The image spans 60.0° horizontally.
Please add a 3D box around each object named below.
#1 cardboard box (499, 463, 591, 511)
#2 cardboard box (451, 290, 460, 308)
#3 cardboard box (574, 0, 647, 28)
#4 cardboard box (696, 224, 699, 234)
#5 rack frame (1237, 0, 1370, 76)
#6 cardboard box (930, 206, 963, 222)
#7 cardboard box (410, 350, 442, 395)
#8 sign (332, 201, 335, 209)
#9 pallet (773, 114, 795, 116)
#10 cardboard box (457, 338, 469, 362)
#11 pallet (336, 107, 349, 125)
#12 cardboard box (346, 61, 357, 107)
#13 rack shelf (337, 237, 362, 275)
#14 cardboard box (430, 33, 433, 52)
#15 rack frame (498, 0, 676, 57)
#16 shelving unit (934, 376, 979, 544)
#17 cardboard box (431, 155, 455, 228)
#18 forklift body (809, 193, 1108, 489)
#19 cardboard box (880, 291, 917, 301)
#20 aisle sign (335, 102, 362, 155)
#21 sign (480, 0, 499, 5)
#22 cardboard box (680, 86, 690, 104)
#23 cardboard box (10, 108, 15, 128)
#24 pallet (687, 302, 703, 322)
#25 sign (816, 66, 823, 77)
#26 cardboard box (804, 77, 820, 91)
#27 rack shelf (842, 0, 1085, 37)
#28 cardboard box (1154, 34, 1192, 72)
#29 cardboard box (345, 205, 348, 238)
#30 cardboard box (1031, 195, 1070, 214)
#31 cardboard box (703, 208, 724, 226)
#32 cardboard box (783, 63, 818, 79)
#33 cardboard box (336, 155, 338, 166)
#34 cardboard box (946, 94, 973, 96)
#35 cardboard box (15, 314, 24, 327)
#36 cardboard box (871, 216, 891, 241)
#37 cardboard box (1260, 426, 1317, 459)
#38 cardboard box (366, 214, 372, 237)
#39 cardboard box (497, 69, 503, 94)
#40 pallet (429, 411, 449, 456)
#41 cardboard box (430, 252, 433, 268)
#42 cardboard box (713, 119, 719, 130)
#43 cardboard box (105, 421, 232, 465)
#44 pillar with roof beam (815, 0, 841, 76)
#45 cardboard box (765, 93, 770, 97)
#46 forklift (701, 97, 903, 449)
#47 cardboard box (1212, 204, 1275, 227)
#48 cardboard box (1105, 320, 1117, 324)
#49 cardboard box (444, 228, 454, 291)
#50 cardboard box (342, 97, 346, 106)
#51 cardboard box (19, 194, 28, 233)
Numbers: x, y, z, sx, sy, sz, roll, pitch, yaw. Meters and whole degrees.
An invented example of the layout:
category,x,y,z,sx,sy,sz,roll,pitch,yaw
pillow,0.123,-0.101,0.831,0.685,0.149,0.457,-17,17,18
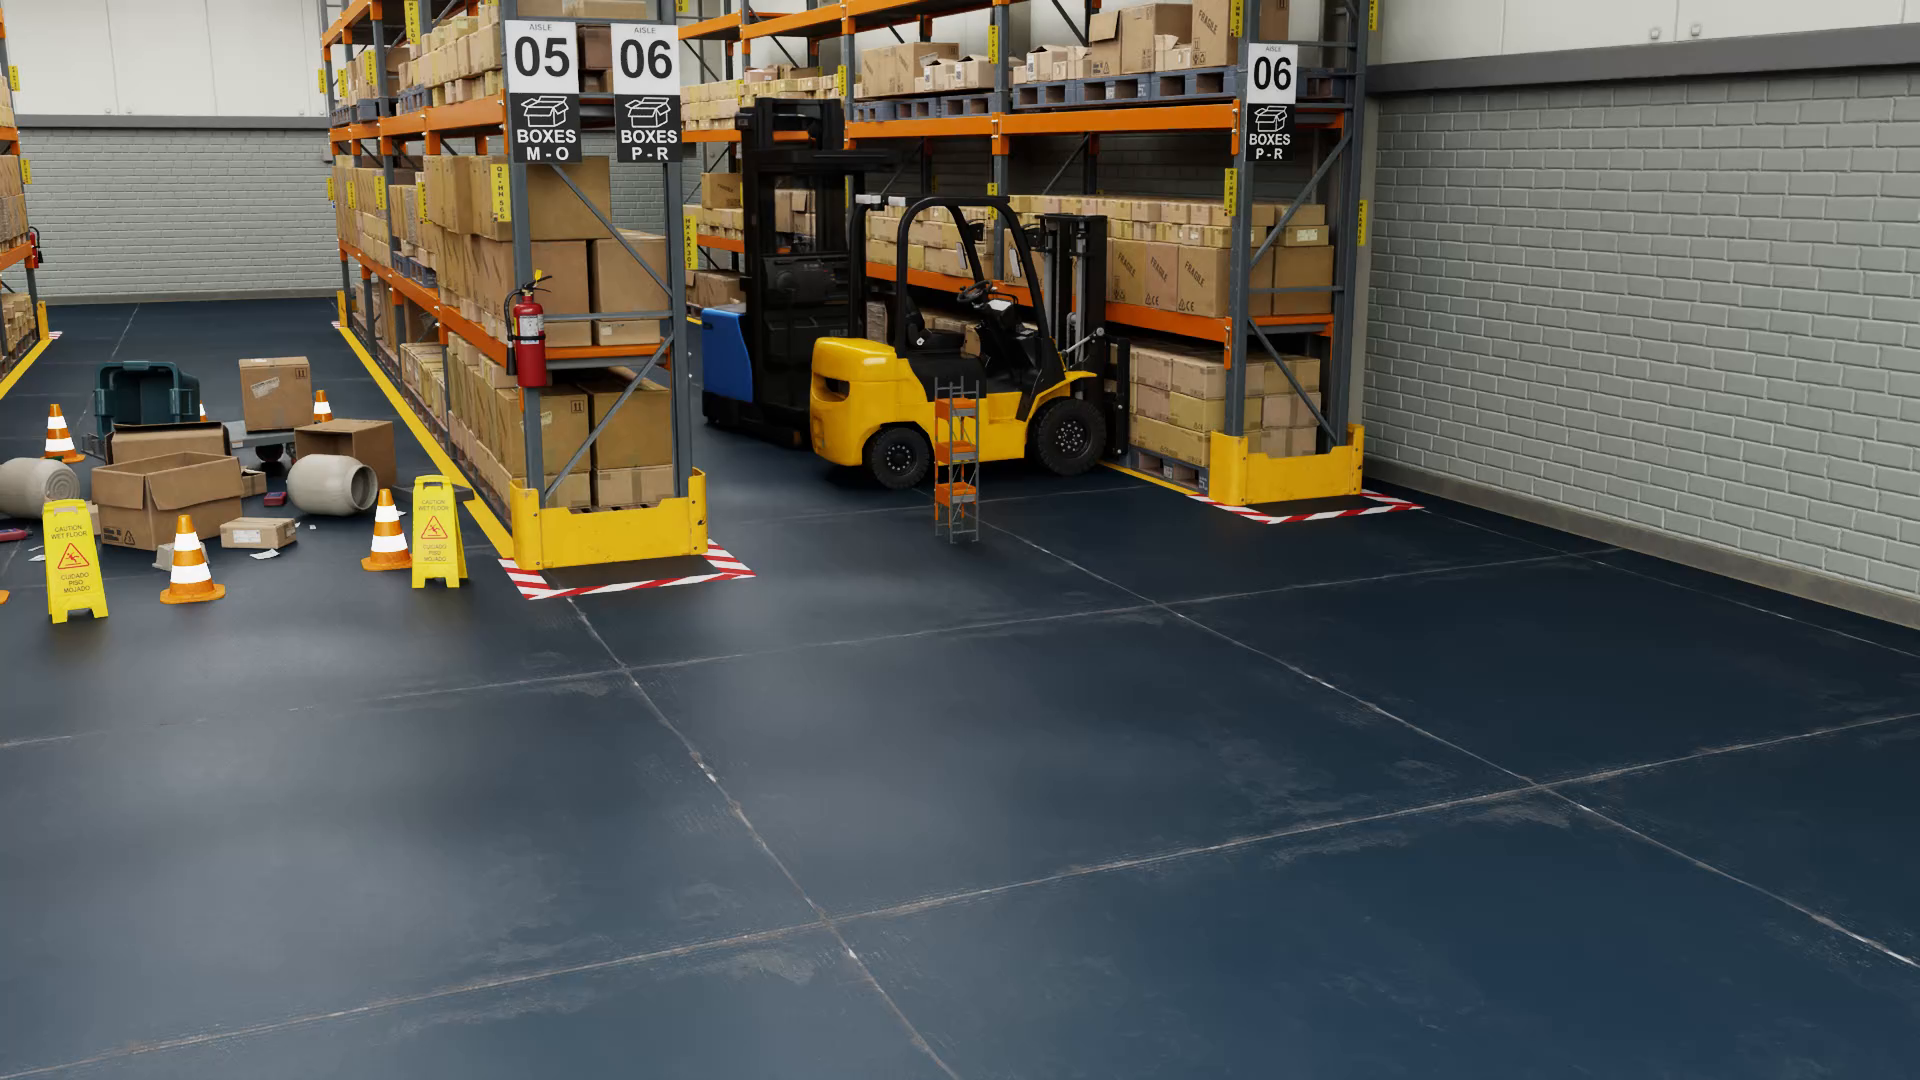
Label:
category,x,y,z,sx,sy,sz,roll,pitch,yaw
cardboard box,-2.731,-0.358,10.929,0.500,0.250,0.500,-6,14,-23
cardboard box,-3.773,-1.907,13.016,0.380,0.149,0.250,-5,14,-21
cardboard box,-2.107,-3.164,10.026,0.380,0.149,0.250,-6,14,-23
cardboard box,-3.807,-4.727,25.200,0.380,0.149,0.250,-5,14,-21
rack frame,2.395,-4.717,11.293,1.000,3.000,0.127,-6,14,-23
cardboard box,-0.086,-3.297,16.803,0.380,0.149,0.250,-5,14,-22
cardboard box,-4.836,-1.653,16.255,0.950,0.372,0.625,-6,14,-24
sign,-10.909,-5.953,29.341,0.327,0.218,0.001,-6,14,-23
pallet,-1.796,-5.288,20.830,1.213,0.211,1.003,-6,14,-23
cardboard box,-3.562,-1.434,12.479,0.380,0.149,0.250,-5,14,-21
pallet,-7.761,-5.664,22.234,1.003,0.211,1.213,-6,14,-23
cardboard box,-6.871,-5.331,19.444,0.500,0.500,0.500,-6,14,-24
rack shelf,-7.759,-3.887,22.607,1.077,0.370,4.000,-6,14,-23
cardboard box,-3.796,-3.753,12.570,0.380,0.149,0.250,-5,14,-21
rack frame,-2.151,-4.268,9.352,1.000,3.000,0.127,-6,14,-23
shelving unit,-0.021,-0.523,10.799,0.215,1.050,0.252,-6,14,-23
cardboard box,-3.415,-2.528,12.041,0.700,0.500,0.500,-6,14,-24
forklift body,-0.036,-1.608,13.046,2.313,2.155,1.214,-6,14,-23
cardboard box,-0.733,-2.886,19.859,0.380,0.149,0.250,-5,14,-20
aisle sign,-8.855,-5.906,23.969,0.394,0.787,0.004,-6,14,-23
sign,-2.668,-3.192,9.392,0.100,0.325,0.005,-6,14,-23
cardboard box,-3.880,-6.655,24.885,0.500,0.250,0.500,-6,14,-23
cardboard box,-12.631,-5.501,21.665,0.500,0.250,0.500,-6,14,-24
pallet,-3.663,-3.561,25.787,1.003,0.211,1.213,-6,14,-23
sign,-1.905,-6.229,22.460,0.100,0.325,0.005,-6,14,-23
cardboard box,-1.635,-5.435,19.836,0.380,0.149,0.250,-6,14,-24
rack shelf,-0.008,-5.411,16.775,1.077,0.370,4.000,-6,14,-23
cardboard box,1.683,-3.639,12.435,0.396,0.266,0.258,-6,14,-23
cardboard box,-8.000,-4.264,22.417,0.500,0.500,0.500,-5,14,-21
cardboard box,0.853,-2.993,14.830,0.380,0.149,0.250,-5,14,-22
cardboard box,-3.446,-4.741,24.376,0.500,0.250,0.500,-6,14,-24
cardboard box,-2.090,-6.104,21.763,0.396,0.266,0.258,-6,14,-23
cardboard box,-8.503,-5.292,23.206,0.380,0.149,0.250,-5,14,-21
cardboard box,0.047,-4.728,17.357,0.380,0.166,0.250,-6,14,-23
cardboard box,-11.932,-2.738,20.779,0.380,0.149,0.250,-5,14,-22
cardboard box,-0.656,-3.400,18.132,0.500,0.250,0.500,-5,14,-21
cardboard box,2.378,-0.778,12.747,0.500,0.250,0.500,-6,14,-23
cardboard box,-6.424,-3.562,18.832,0.500,0.250,0.500,-6,14,-25
cardboard box,-2.551,-2.732,9.928,0.380,0.149,0.250,-6,14,-23
pallet,-4.067,-0.974,14.608,1.003,0.211,1.213,-6,14,-23
cardboard box,-4.302,-2.391,14.174,0.380,0.149,0.250,-6,14,-25
cardboard box,-3.302,-5.928,23.733,0.380,0.149,0.250,-5,14,-22
cardboard box,-5.557,-0.522,11.706,0.797,0.637,0.503,-6,14,-23
pillar with roof beam,-5.809,-7.032,21.298,9.100,9.000,0.400,-6,14,-23
cardboard box,-2.245,-5.557,20.980,0.380,0.149,0.250,-6,14,-24
forklift,-1.170,-2.324,14.410,1.130,2.935,3.031,-9,16,-33
cardboard box,2.059,-2.359,12.089,0.380,0.149,0.250,-6,14,-23
cardboard box,1.167,-1.888,15.326,0.500,0.250,0.500,-5,14,-22
cardboard box,-3.610,-2.147,12.614,0.500,0.500,0.500,-6,14,-23
cardboard box,-7.613,-5.574,21.053,0.380,0.149,0.250,-5,14,-22
cardboard box,-12.640,-4.307,21.944,0.500,0.500,0.500,-5,14,-22
